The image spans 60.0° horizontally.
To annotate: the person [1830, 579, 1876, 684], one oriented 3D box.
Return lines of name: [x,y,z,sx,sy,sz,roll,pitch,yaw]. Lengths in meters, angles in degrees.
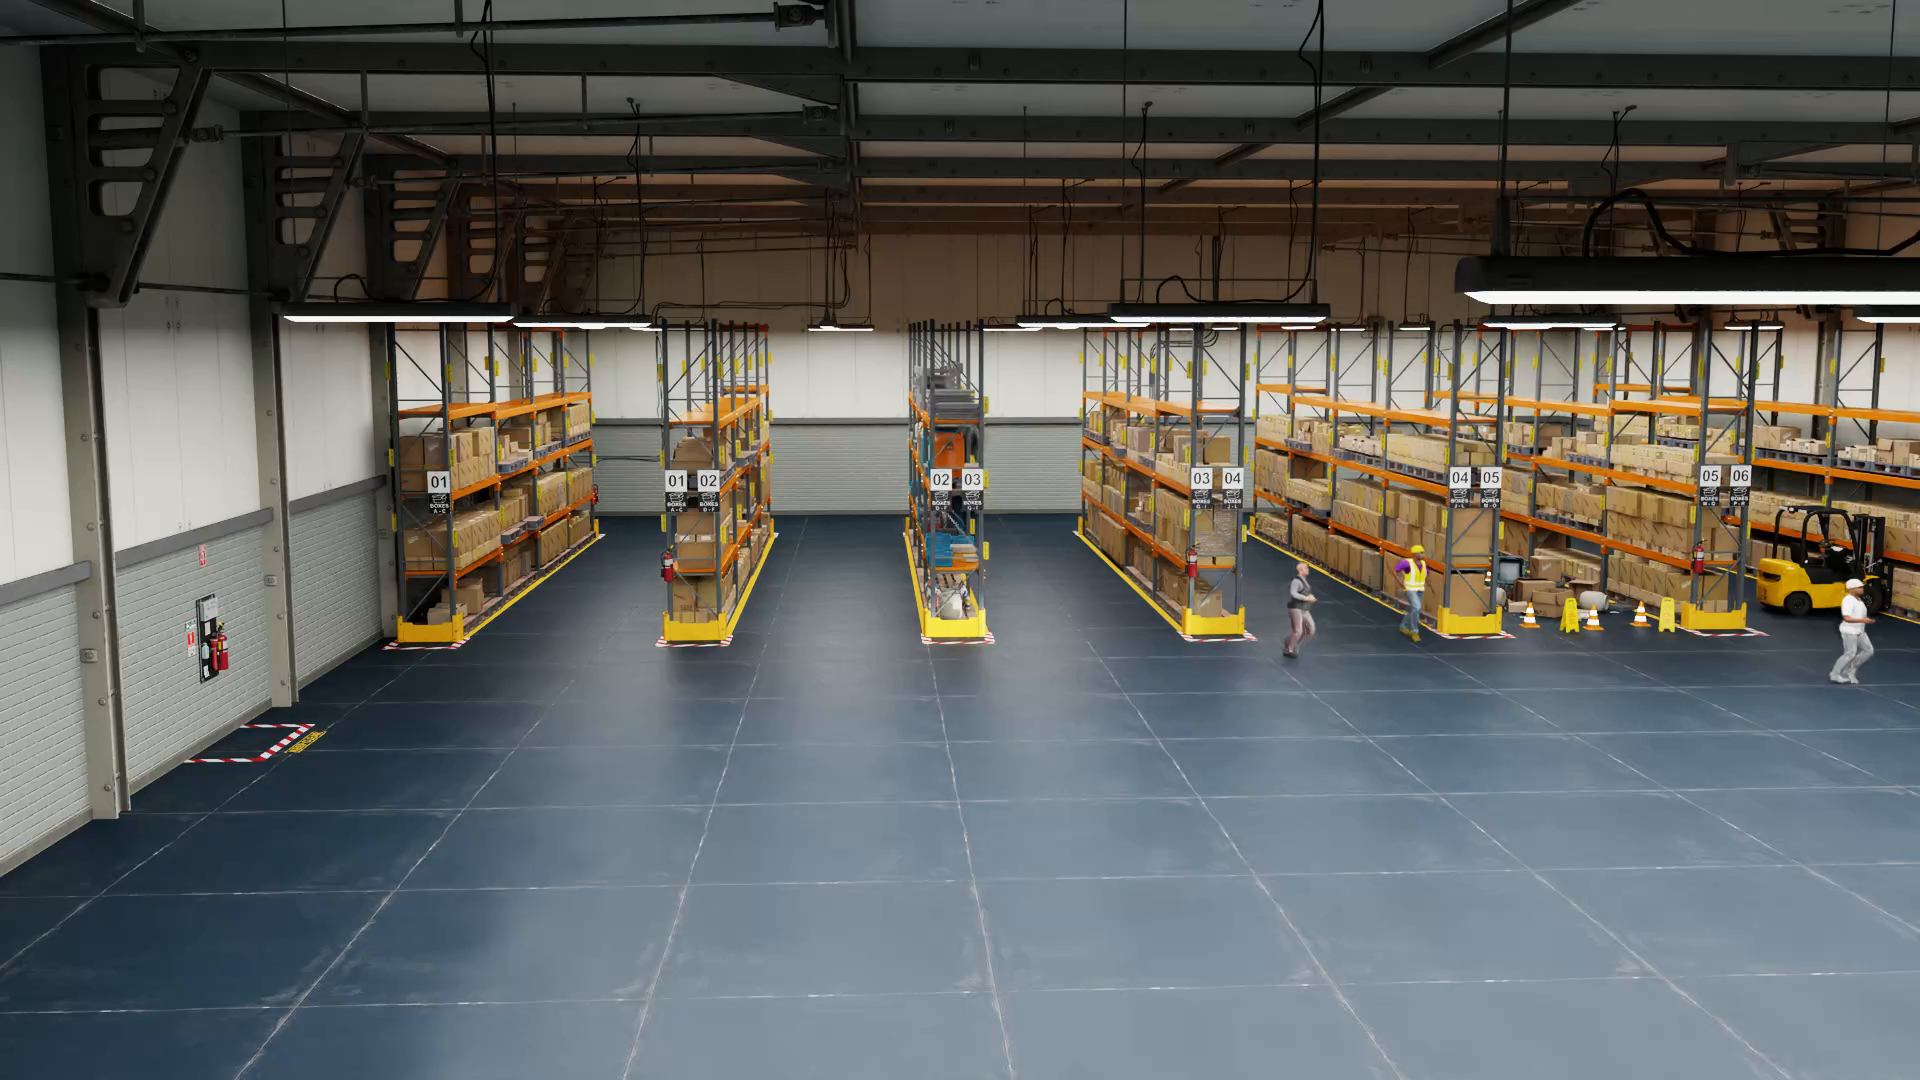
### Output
person: [14.636,1.508,27.168,0.664,1.758,0.687,-6,9,-41]

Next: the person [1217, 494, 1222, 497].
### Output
person: [7.243,-0.818,46.667,0.541,1.577,0.631,1,7,7]

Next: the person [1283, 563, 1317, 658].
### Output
person: [6.097,1.250,29.521,0.615,1.676,0.689,5,9,37]

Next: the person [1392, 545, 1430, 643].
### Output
person: [8.574,0.995,31.357,0.704,1.799,0.782,-4,8,-27]
